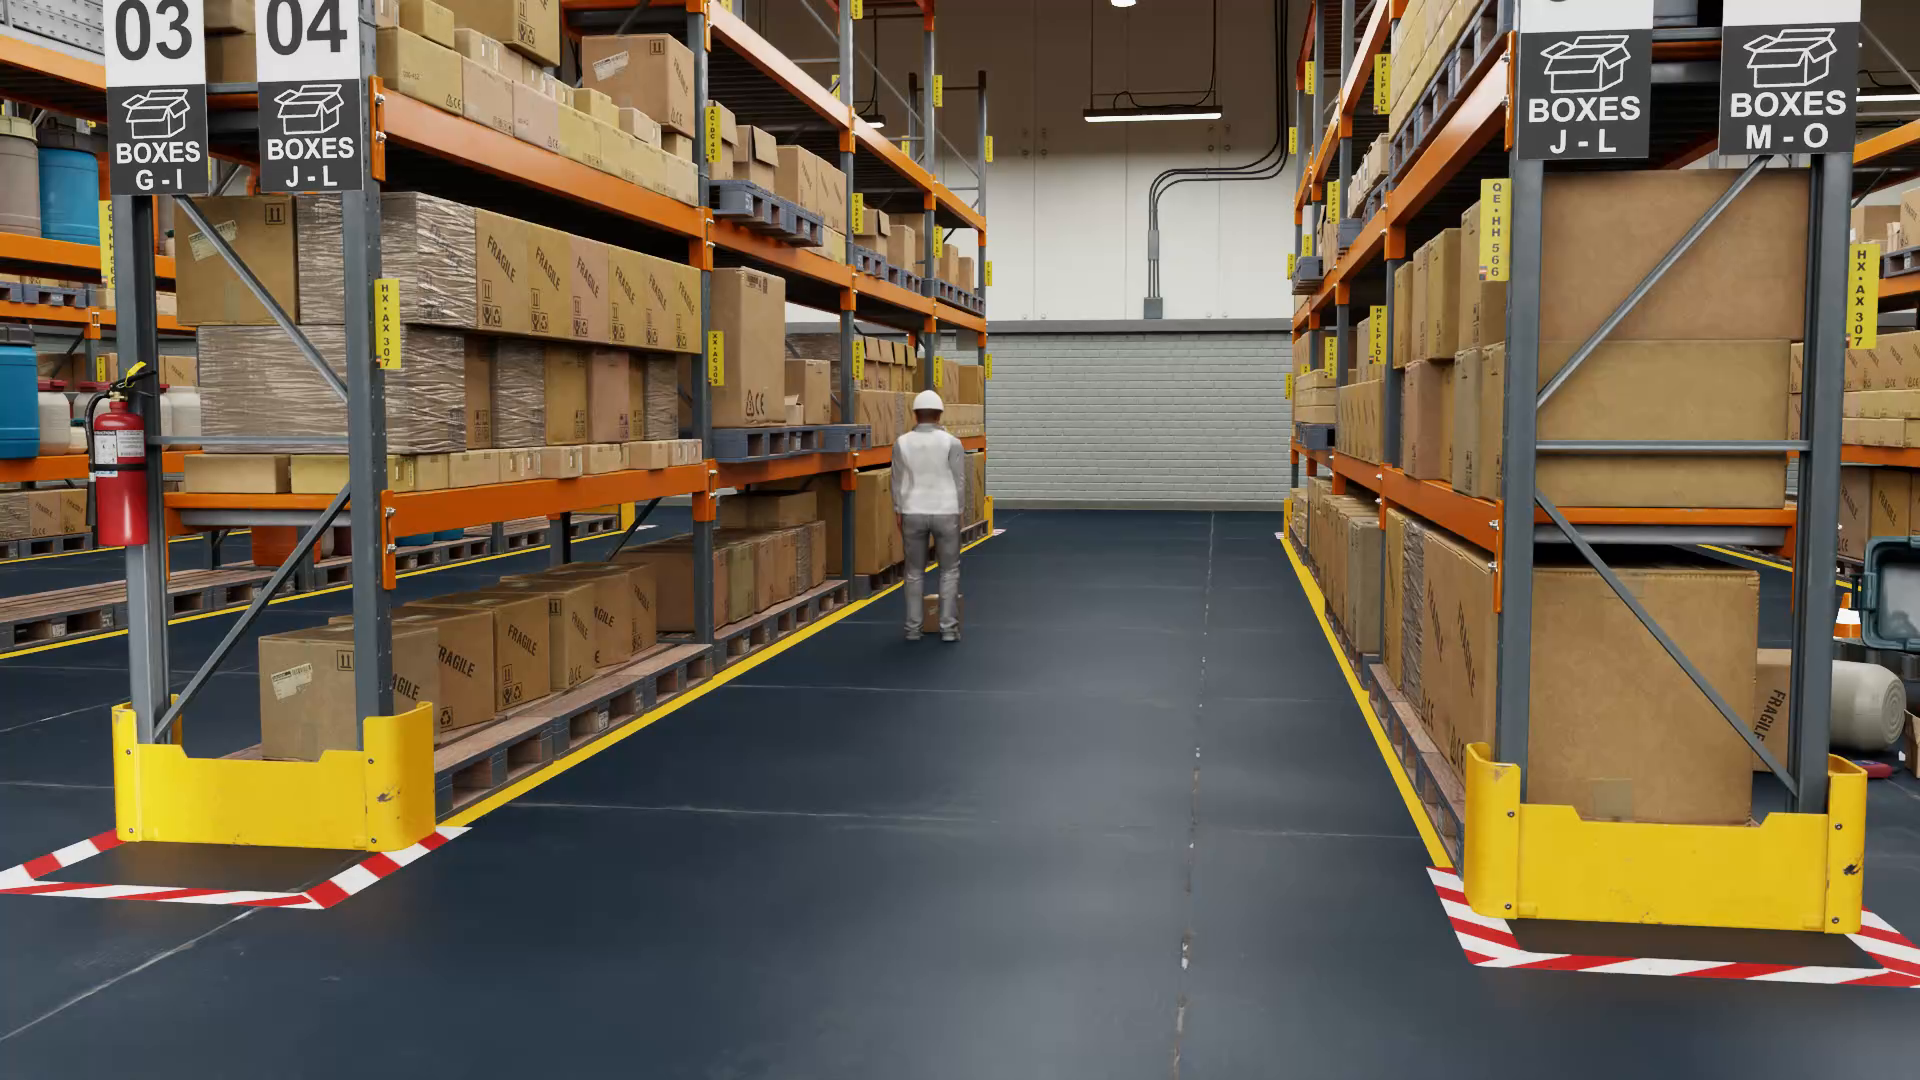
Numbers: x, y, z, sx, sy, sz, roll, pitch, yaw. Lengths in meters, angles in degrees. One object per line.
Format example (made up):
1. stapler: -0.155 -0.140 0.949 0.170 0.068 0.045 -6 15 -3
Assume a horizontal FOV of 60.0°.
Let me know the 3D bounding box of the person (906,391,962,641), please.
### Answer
1. person: -3.535 -2.208 11.886 7.067 5.817 11.428 1 4 10
